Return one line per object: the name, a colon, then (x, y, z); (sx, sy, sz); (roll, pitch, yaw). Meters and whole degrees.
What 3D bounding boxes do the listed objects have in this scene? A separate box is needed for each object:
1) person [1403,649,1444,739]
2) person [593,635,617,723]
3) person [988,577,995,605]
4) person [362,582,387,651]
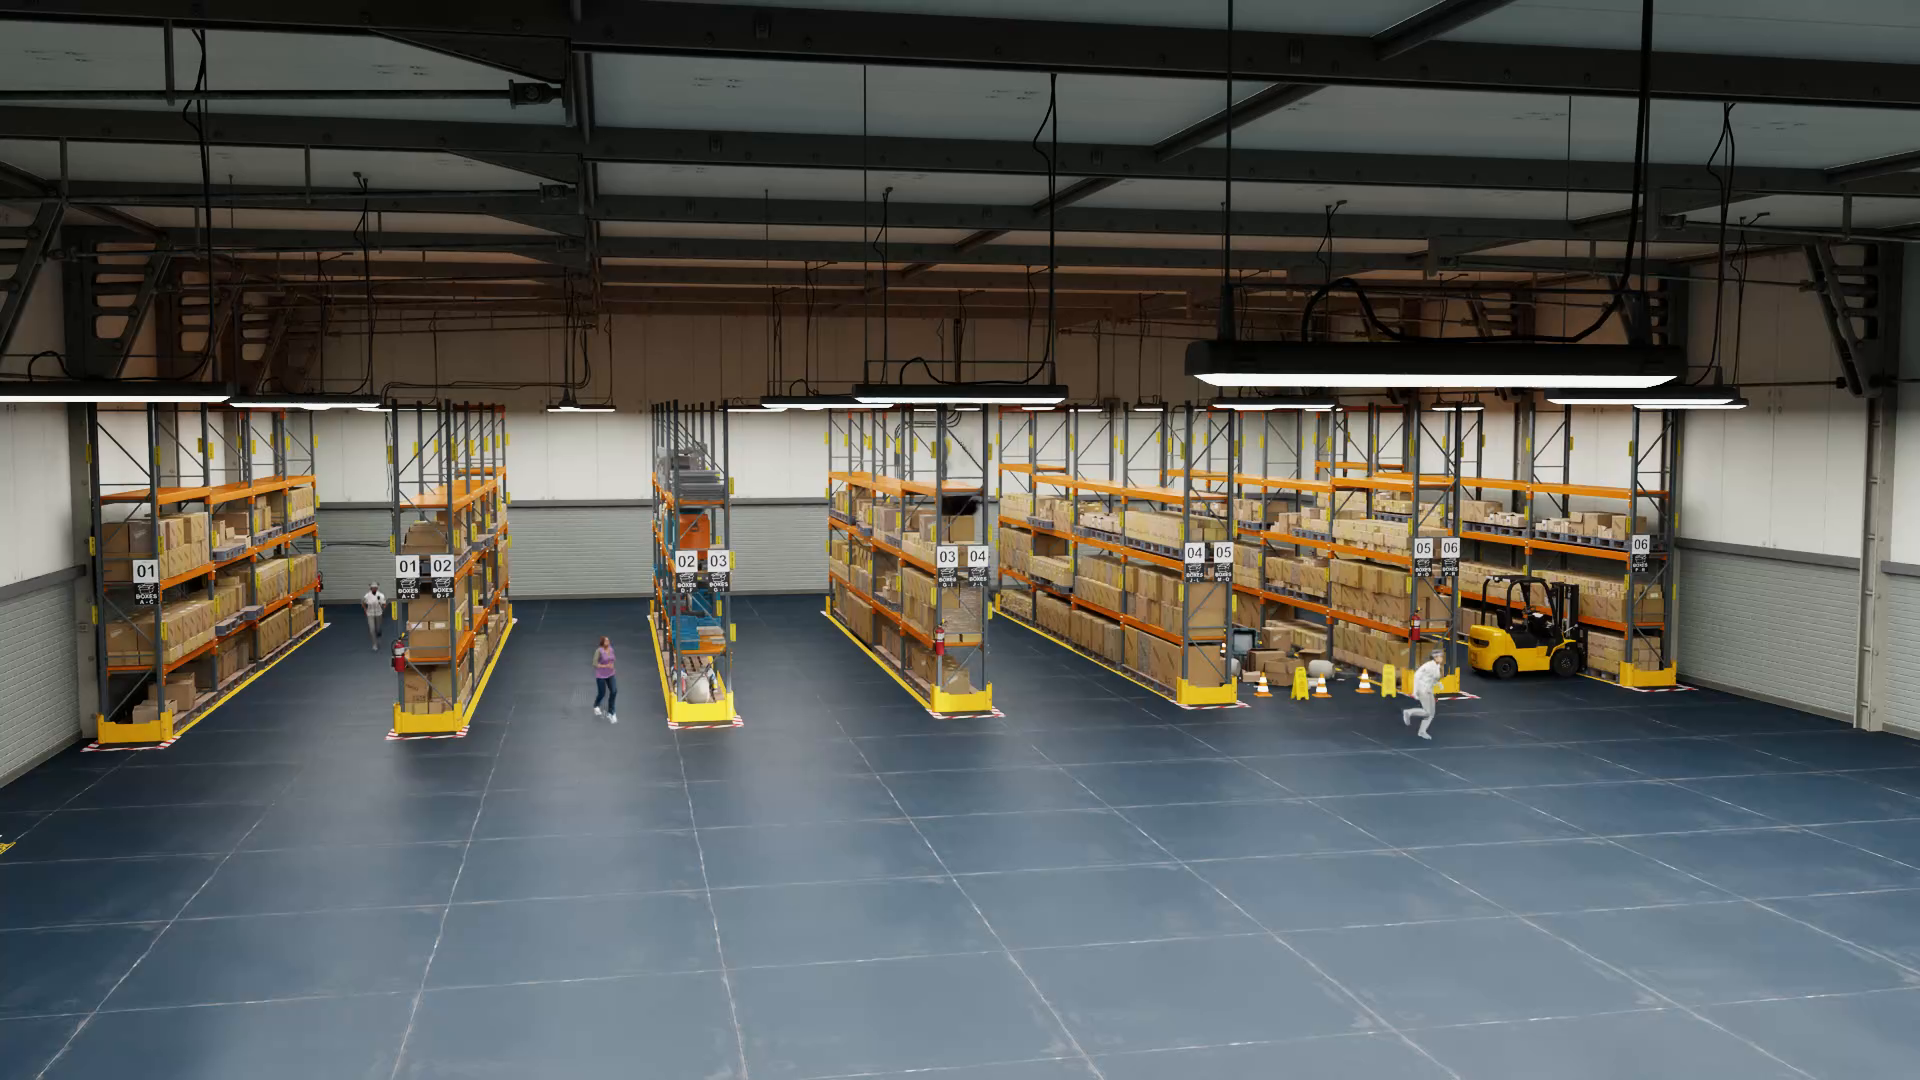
person: (8.245, 2.713, 29.555); (0.716, 1.622, 0.610); (3, 5, 34)
person: (-6.669, 2.594, 31.144); (0.571, 1.649, 0.810); (-4, 6, -44)
person: (0.677, 1.175, 49.470); (0.868, 1.639, 0.600); (-2, 5, -21)
person: (-14.318, 1.842, 40.682); (0.559, 1.668, 0.757); (-1, 5, -19)
